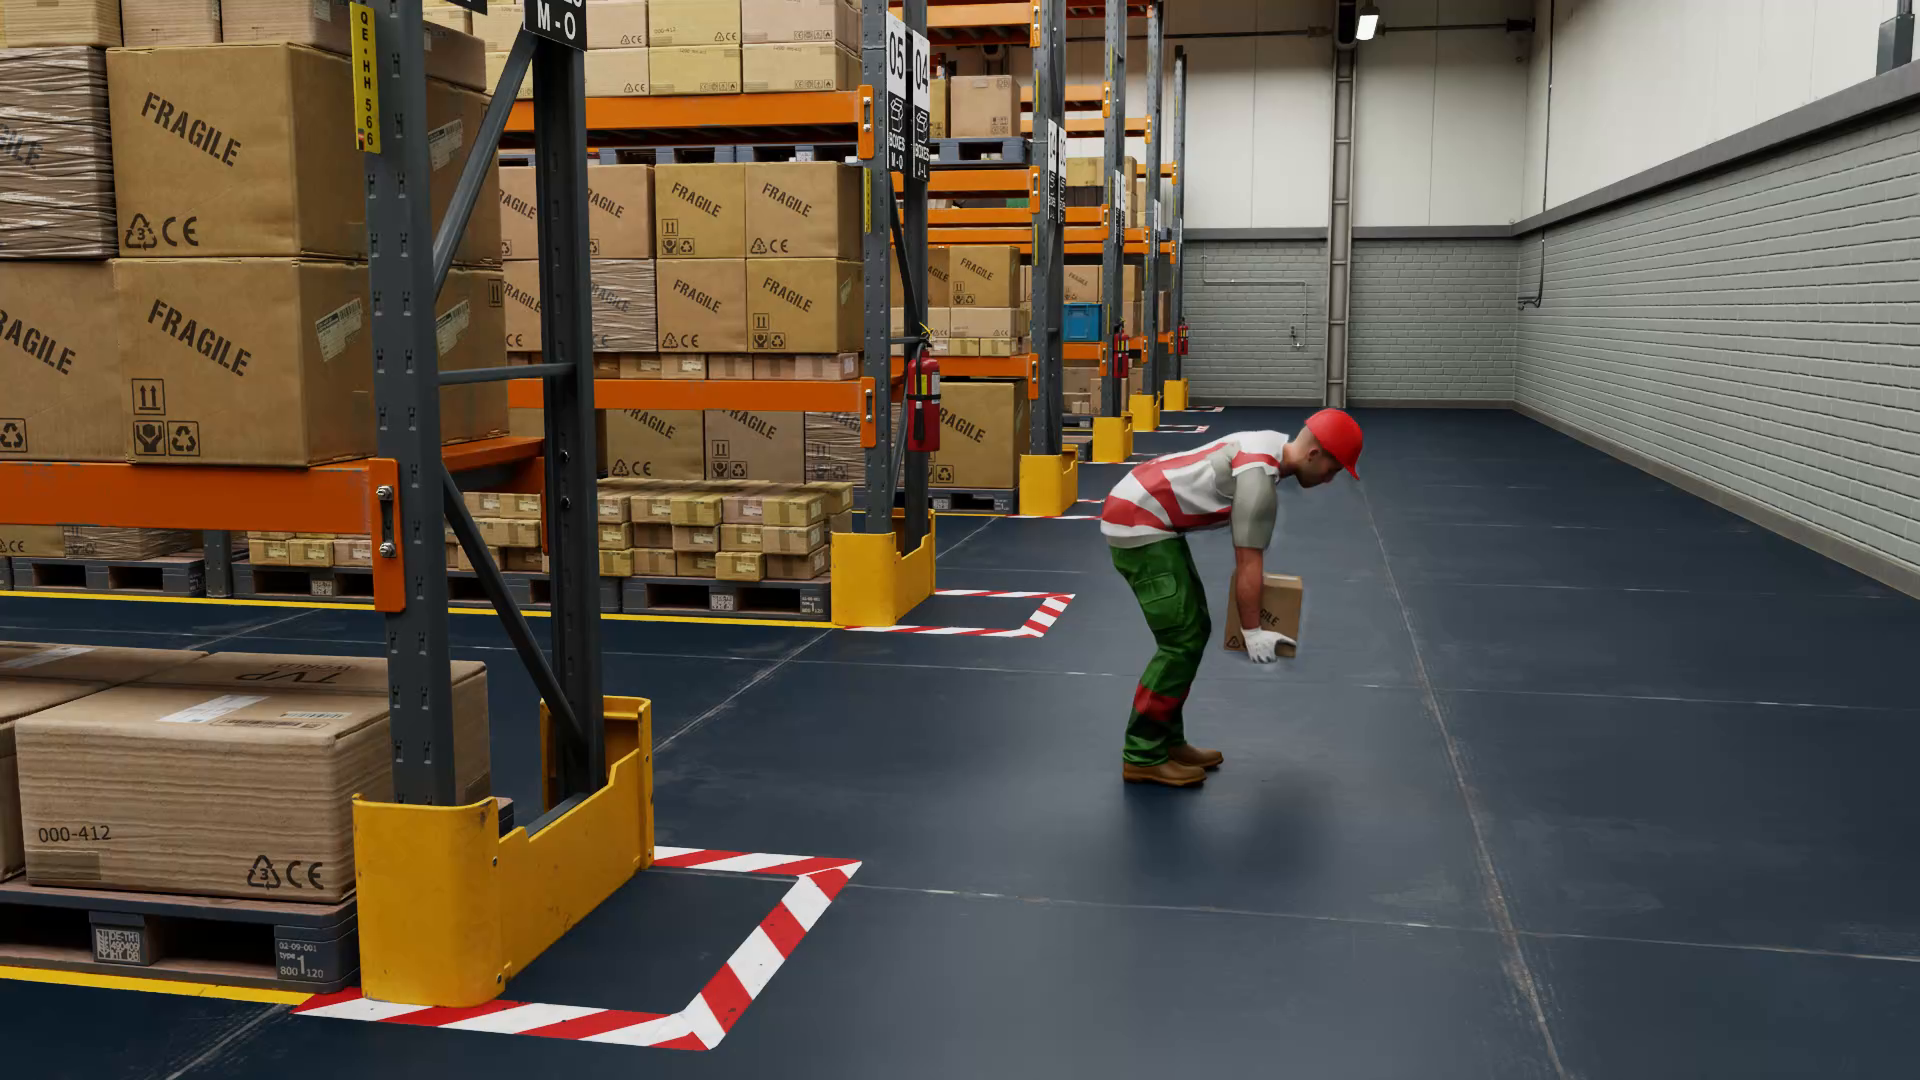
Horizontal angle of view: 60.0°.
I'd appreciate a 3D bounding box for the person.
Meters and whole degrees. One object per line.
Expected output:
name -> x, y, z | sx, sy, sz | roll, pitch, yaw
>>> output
person -> 0.736, -0.033, 5.998 | 0.453, 1.778, 0.616 | 1, 8, 8
